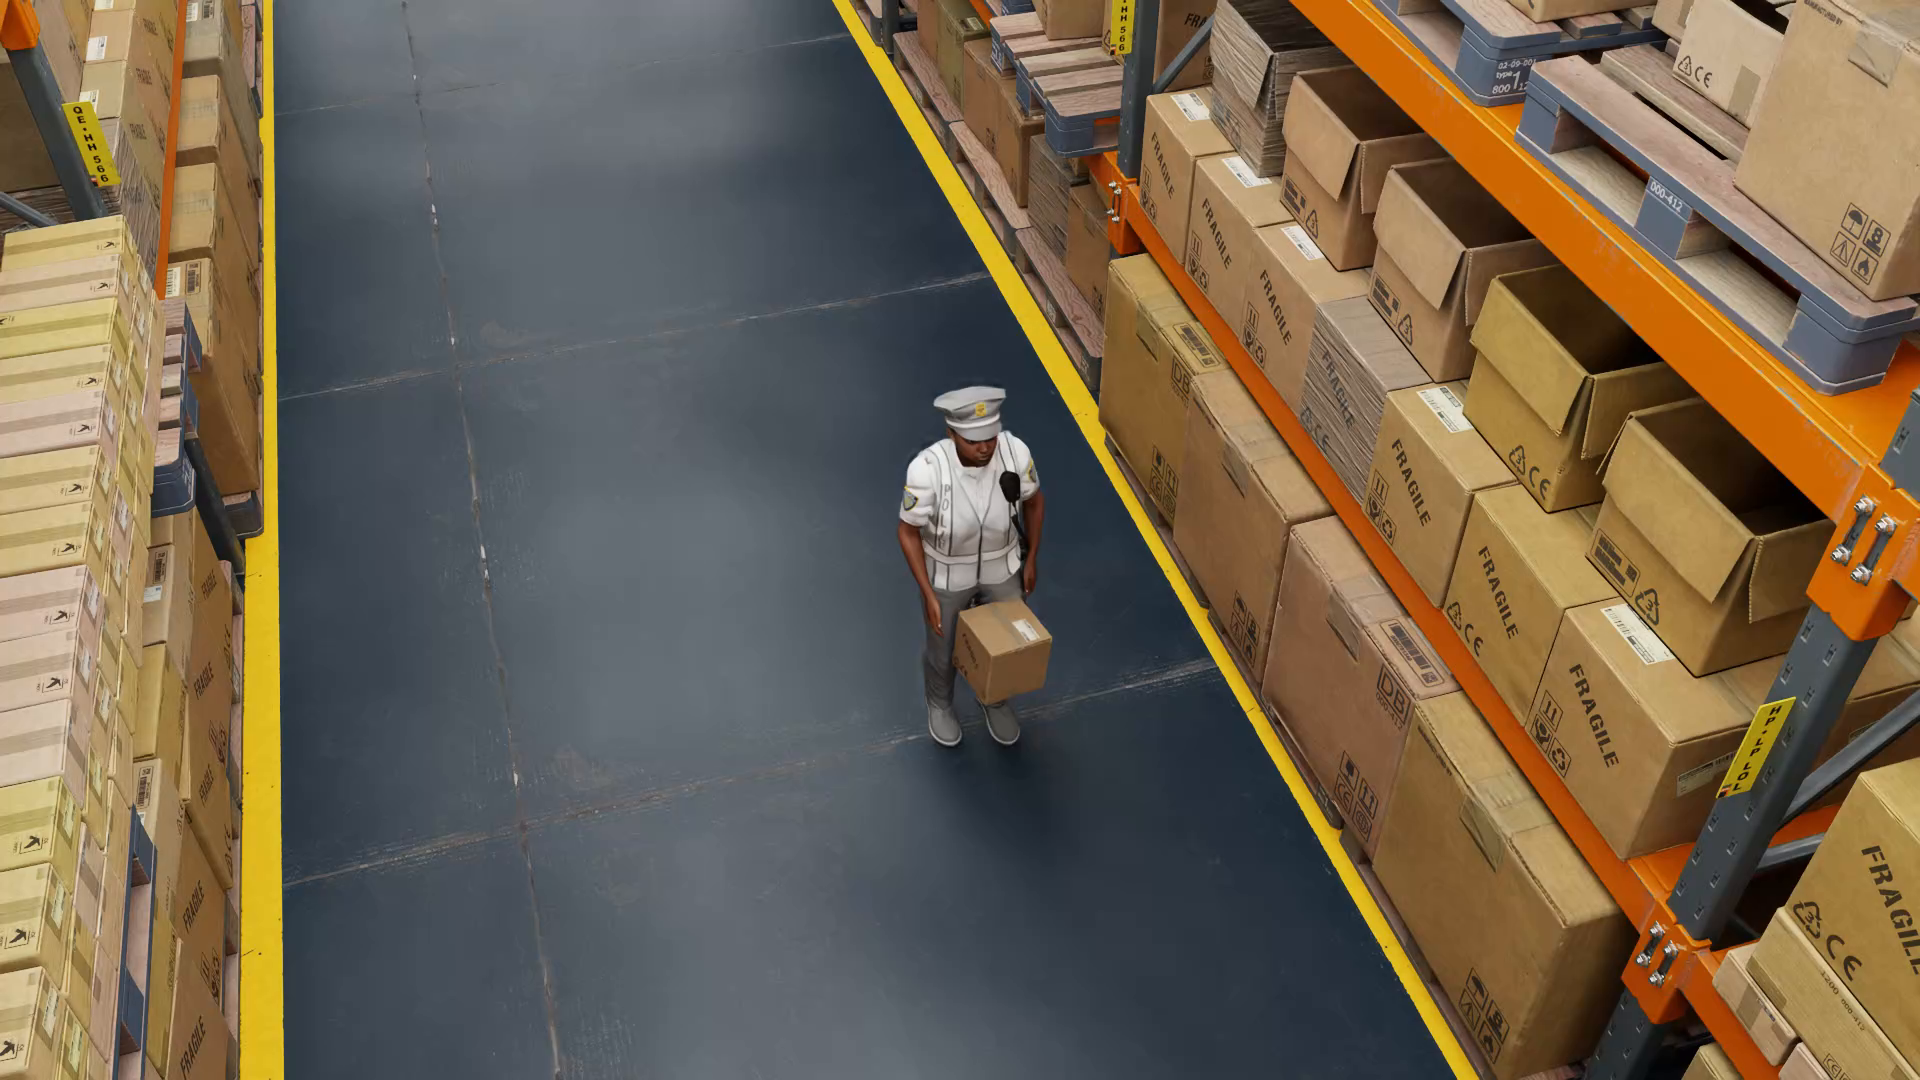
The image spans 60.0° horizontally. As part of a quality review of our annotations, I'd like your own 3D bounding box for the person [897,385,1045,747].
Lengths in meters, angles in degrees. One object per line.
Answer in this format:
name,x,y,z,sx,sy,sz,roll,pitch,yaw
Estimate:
person,0.057,0.129,6.003,0.549,1.682,0.446,-11,44,-11
